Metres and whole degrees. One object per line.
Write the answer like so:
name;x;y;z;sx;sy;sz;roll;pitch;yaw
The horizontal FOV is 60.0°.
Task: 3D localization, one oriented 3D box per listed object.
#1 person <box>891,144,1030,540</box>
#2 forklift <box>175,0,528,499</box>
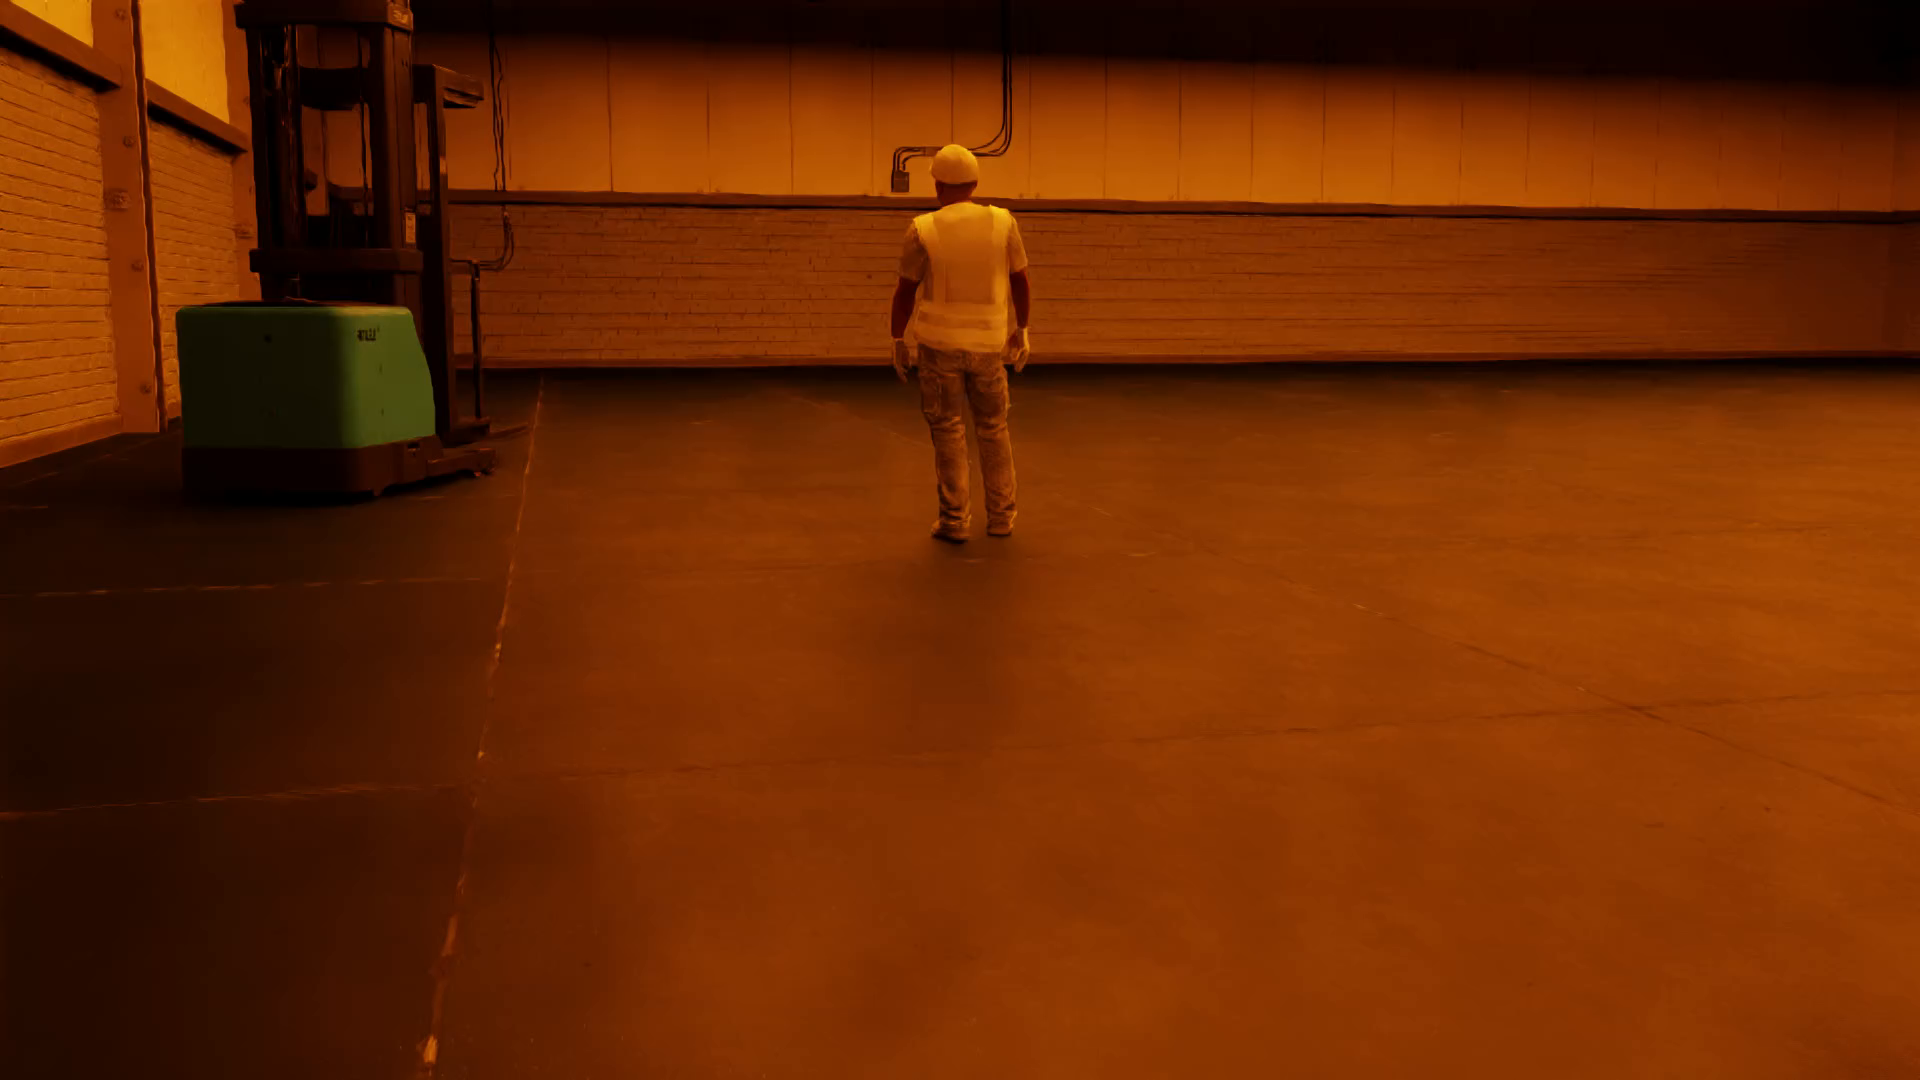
person;-0.009;-0.900;7.654;0.655;1.782;0.576;-2;8;-13
forklift;-3.617;-1.853;10.370;1.130;2.935;3.031;1;8;6
